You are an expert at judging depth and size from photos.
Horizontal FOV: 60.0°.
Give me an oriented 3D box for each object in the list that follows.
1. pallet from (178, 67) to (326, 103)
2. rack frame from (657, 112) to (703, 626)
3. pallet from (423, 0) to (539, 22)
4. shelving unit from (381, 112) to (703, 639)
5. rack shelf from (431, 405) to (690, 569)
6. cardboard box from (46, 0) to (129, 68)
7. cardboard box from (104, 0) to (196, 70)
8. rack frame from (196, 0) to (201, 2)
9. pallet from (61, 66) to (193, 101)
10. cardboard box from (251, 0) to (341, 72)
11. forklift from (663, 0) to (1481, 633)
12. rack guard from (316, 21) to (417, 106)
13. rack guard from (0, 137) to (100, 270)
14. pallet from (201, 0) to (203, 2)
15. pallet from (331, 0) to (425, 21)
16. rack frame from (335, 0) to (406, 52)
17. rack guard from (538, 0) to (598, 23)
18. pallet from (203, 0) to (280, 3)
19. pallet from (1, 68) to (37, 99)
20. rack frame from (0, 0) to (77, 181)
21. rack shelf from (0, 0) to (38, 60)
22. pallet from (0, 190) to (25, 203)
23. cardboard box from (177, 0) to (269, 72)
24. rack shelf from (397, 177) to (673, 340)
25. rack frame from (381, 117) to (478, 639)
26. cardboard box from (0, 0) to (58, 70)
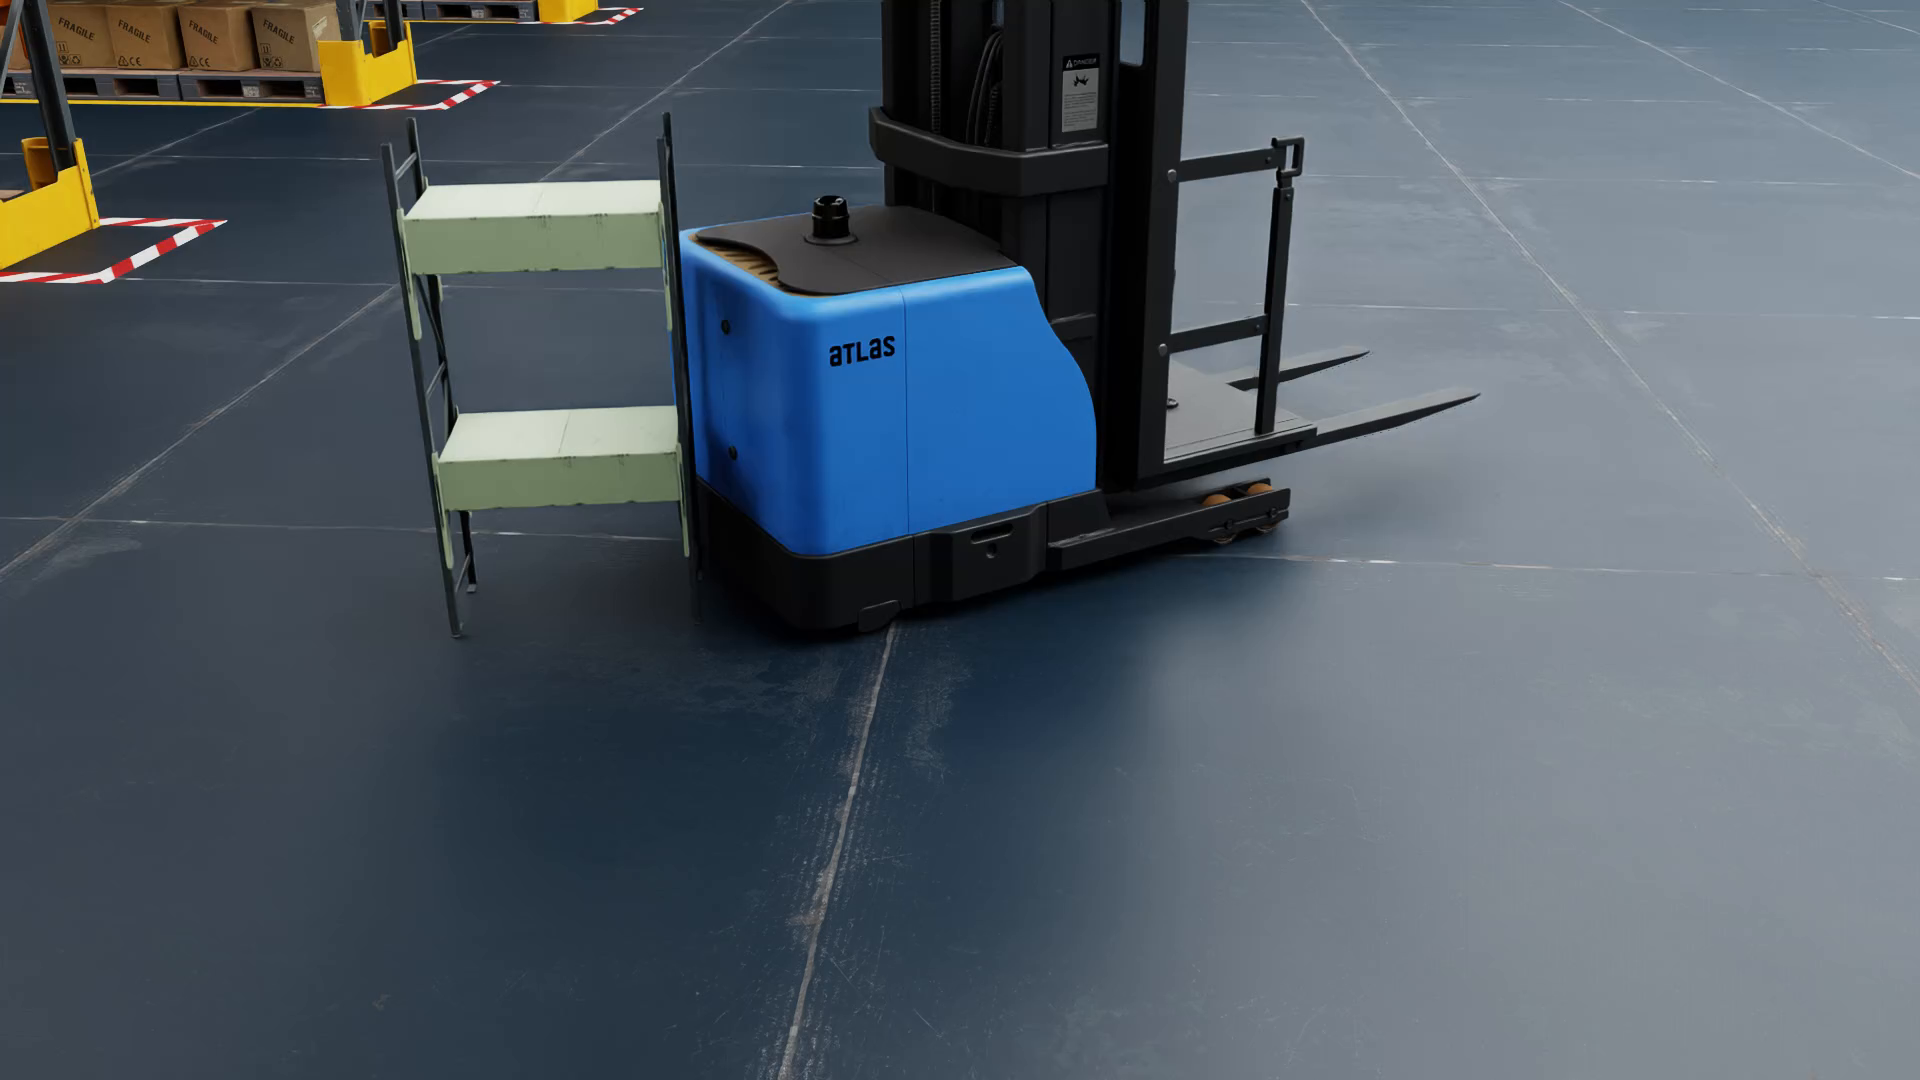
[{"bbox_3d":[-5.679,-3.845,13.853,1.213,0.211,1.003,2,25,4],"label":"pallet"},{"bbox_3d":[-0.842,-0.498,5.038,0.023,1.500,0.400,-3,25,-6],"label":"rack frame"},{"bbox_3d":[-5.119,-5.859,18.230,1.213,0.211,1.003,2,25,4],"label":"pallet"},{"bbox_3d":[-1.205,-0.480,4.999,0.755,1.500,0.431,-3,25,-6],"label":"shelving unit"},{"bbox_3d":[-1.205,-0.184,5.135,0.720,0.370,0.431,-3,25,-6],"label":"rack shelf"},{"bbox_3d":[-7.192,-4.220,13.820,0.500,0.500,0.500,0,25,-1],"label":"cardboard box"},{"bbox_3d":[-6.638,-4.183,13.741,0.500,0.500,0.500,4,25,9],"label":"cardboard box"},{"bbox_3d":[-8.304,-7.260,17.940,0.127,3.000,1.000,2,25,4],"label":"rack frame"},{"bbox_3d":[-6.892,-3.885,13.940,1.213,0.211,1.003,2,25,4],"label":"pallet"},{"bbox_3d":[-5.417,-4.151,13.670,0.500,0.500,0.500,6,25,14],"label":"cardboard box"},{"bbox_3d":[0.559,-1.493,5.488,3.031,2.935,1.130,-14,28,-28],"label":"forklift"},{"bbox_3d":[-4.872,-3.935,13.704,0.348,0.500,1.175,2,25,4],"label":"rack guard"},{"bbox_3d":[-5.254,-1.851,9.175,0.348,0.500,1.175,2,25,4],"label":"rack guard"},{"bbox_3d":[-9.079,-5.987,18.509,1.213,0.211,1.003,2,25,4],"label":"pallet"},{"bbox_3d":[-6.332,-5.899,18.317,1.213,0.211,1.003,2,25,4],"label":"pallet"},{"bbox_3d":[-4.796,-5.068,13.176,0.127,3.000,1.000,2,25,4],"label":"rack frame"},{"bbox_3d":[-4.291,-5.996,18.183,0.348,0.500,1.175,2,25,4],"label":"rack guard"},{"bbox_3d":[-7.551,-5.937,18.399,1.213,0.211,1.003,2,25,4],"label":"pallet"},{"bbox_3d":[-8.112,-3.923,14.023,1.213,0.211,1.003,2,25,4],"label":"pallet"},{"bbox_3d":[-5.175,-3.004,8.690,0.127,3.000,1.000,2,25,4],"label":"rack frame"},{"bbox_3d":[-7.169,-2.741,8.980,4.000,0.370,1.077,2,25,4],"label":"rack shelf"},{"bbox_3d":[-6.064,-1.748,9.297,1.213,0.211,1.003,2,25,4],"label":"pallet"},{"bbox_3d":[-6.016,-4.155,13.680,0.500,0.500,0.500,8,26,18],"label":"cardboard box"},{"bbox_3d":[-1.205,-0.834,4.836,0.720,0.370,0.431,-3,25,-6],"label":"rack shelf"},{"bbox_3d":[-1.568,-0.462,4.960,0.023,1.500,0.400,-3,25,-6],"label":"rack frame"},{"bbox_3d":[-7.817,-4.207,13.792,0.500,0.500,0.500,10,27,21],"label":"cardboard box"}]
